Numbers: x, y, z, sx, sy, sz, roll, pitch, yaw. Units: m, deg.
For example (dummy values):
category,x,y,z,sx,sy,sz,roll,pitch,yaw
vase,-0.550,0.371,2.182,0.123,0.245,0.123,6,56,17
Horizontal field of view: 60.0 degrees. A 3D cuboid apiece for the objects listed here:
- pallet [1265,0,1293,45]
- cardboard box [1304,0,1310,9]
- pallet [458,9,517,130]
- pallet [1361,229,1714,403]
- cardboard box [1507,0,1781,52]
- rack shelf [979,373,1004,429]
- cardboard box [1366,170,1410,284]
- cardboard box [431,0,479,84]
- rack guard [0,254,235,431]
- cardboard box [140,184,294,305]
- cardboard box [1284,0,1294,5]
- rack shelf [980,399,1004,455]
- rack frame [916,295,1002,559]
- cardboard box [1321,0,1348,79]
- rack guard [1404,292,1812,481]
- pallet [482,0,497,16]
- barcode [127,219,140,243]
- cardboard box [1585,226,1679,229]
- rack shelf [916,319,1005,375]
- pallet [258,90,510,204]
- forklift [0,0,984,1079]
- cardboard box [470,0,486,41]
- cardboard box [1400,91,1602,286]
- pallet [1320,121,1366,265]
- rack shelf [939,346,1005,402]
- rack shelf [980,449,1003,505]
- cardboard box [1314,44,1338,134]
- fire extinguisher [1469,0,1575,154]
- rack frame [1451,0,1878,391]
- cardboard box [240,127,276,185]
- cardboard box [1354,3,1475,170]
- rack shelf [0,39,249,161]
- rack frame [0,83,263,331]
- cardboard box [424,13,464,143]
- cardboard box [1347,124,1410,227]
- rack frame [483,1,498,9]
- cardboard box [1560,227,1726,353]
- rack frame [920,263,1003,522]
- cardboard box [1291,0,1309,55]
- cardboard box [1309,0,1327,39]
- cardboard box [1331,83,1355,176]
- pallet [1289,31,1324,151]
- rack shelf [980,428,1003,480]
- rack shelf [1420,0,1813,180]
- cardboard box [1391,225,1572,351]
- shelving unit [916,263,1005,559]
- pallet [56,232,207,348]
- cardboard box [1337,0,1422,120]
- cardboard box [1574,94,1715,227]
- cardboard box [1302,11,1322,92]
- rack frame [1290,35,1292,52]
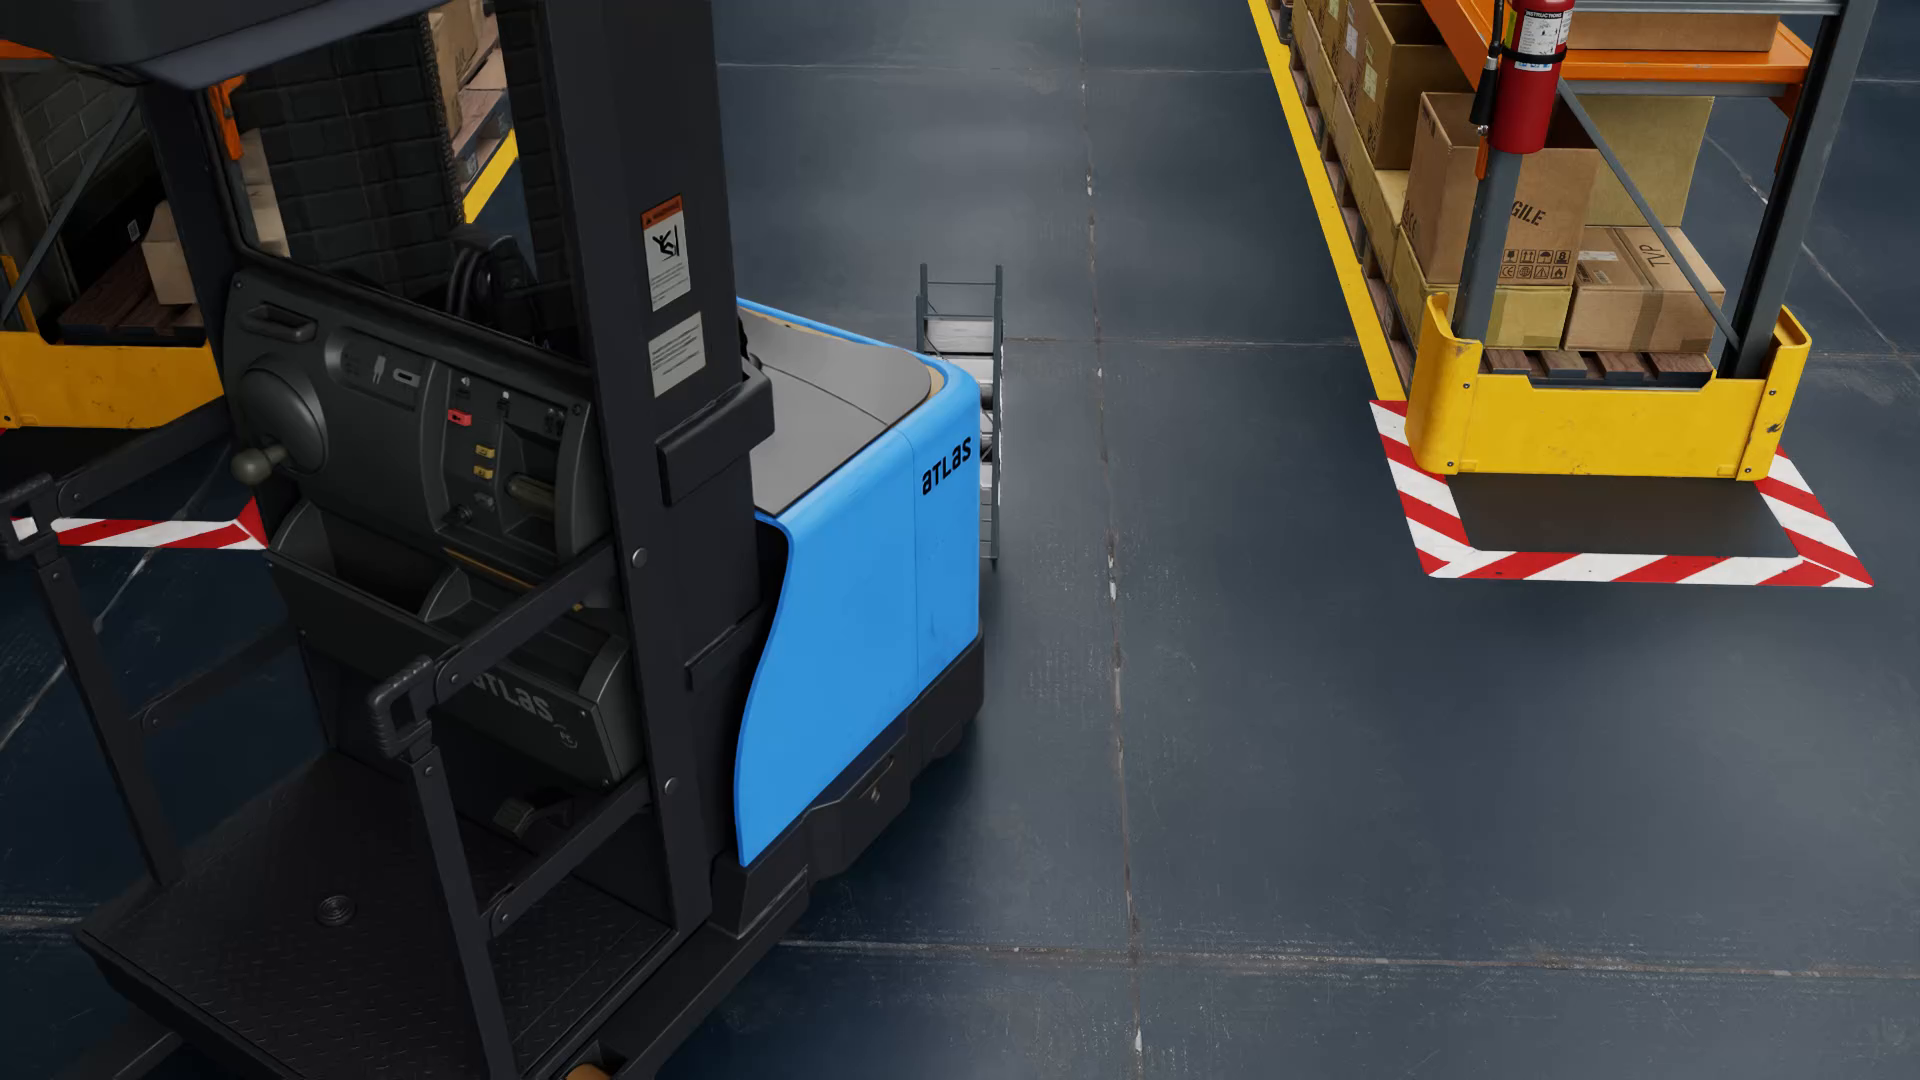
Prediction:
category,x,y,z,sx,sy,sz,roll,pitch,yaw
pallet,2.281,-3.131,9.522,1.003,0.211,1.213,1,35,2
cardboard box,1.959,-2.942,8.202,0.500,0.500,0.500,1,35,2
pallet,-2.651,-2.433,8.528,1.003,0.211,1.213,1,35,2
pallet,2.119,-0.849,6.275,1.003,0.211,1.213,1,35,2
cardboard box,2.161,-1.859,5.199,0.700,0.500,0.500,1,35,2
rack shelf,0.000,-0.419,4.965,0.258,0.077,0.200,1,35,2
cardboard box,1.864,-1.199,6.373,0.500,0.250,0.500,1,35,2
cardboard box,-2.661,-2.520,8.019,0.500,0.500,0.500,-1,35,-2
rack guard,-2.817,-0.683,5.787,1.175,0.500,0.348,1,35,2
cardboard box,-2.702,-1.137,6.215,0.500,0.311,0.500,-2,35,-3
cardboard box,2.017,-3.140,9.135,0.500,0.250,0.500,1,35,1
rack shelf,0.000,-0.346,5.017,0.258,0.077,0.200,1,35,2
rack frame,-0.004,-0.314,4.915,0.240,0.900,0.006,1,35,2
cardboard box,1.919,-2.368,7.384,0.500,0.500,0.500,1,35,2
rack guard,2.129,-0.513,5.545,1.175,0.500,0.348,1,35,2
pallet,-2.630,-3.267,9.714,1.003,0.211,1.213,1,35,2
barcode,-3.101,-1.161,6.241,0.001,0.075,0.075,1,35,2
cardboard box,2.390,-1.187,6.356,0.500,0.250,0.500,1,35,2
rack shelf,0.000,-0.566,4.862,0.258,0.077,0.200,1,35,2
pallet,-2.697,-1.730,7.528,1.003,0.211,1.213,1,35,2
forklift,-1.149,-0.156,2.923,1.130,2.935,3.031,20,40,26
cardboard box,-2.651,-2.673,8.526,0.380,0.166,0.250,-3,35,-4
cardboard box,1.854,-1.218,5.749,0.500,0.500,0.500,1,35,2
pallet,2.170,-1.548,7.269,1.003,0.211,1.213,1,35,2
rack shelf,0.000,-0.493,4.914,0.258,0.077,0.200,1,35,2
rack shelf,0.000,-0.198,5.121,0.258,0.077,0.200,1,35,2
cardboard box,1.918,-2.061,7.600,0.500,0.250,0.500,1,35,2
fire extinguisher,1.661,-1.461,4.787,0.296,0.674,0.183,1,35,2
rack frame,2.130,-1.550,4.846,1.000,3.000,0.127,1,35,2
cardboard box,-2.679,-1.465,6.681,0.500,0.311,0.500,4,35,6
cardboard box,1.879,-1.793,6.567,0.500,0.500,0.500,1,35,2
rack shelf,-2.740,-2.517,6.848,1.077,0.370,4.000,1,35,2
rack frame,-2.820,-1.662,5.006,1.000,3.000,0.127,1,35,2
cardboard box,-2.600,-1.963,7.225,0.700,0.500,0.500,-1,35,-1
cardboard box,1.882,-1.486,6.782,0.500,0.250,0.500,1,35,2
rack frame,-2.659,-3.960,8.276,1.000,3.000,0.127,1,35,2
cardboard box,2.374,-0.899,5.947,0.500,0.250,0.500,1,35,2
rack frame,0.004,-0.431,5.081,0.240,0.900,0.006,1,35,2
cardboard box,1.969,-2.635,8.417,0.500,0.250,0.500,1,35,2
cardboard box,1.947,-2.655,7.793,0.500,0.500,0.500,1,35,2
cardboard box,1.904,-1.774,7.191,0.500,0.250,0.500,1,35,2
pallet,2.217,-2.251,8.269,1.003,0.211,1.213,1,35,2
rack shelf,0.000,-0.272,5.069,0.258,0.077,0.200,1,35,2
rack shelf,2.210,-2.404,6.688,1.077,0.370,4.000,1,35,2
cardboard box,1.856,-0.911,5.964,0.500,0.250,0.500,1,35,2
shelving unit,0.000,-0.373,4.998,0.258,0.900,0.210,1,35,2
pallet,-2.749,-1.031,6.533,1.003,0.211,1.213,1,35,2
cardboard box,1.901,-2.080,6.975,0.500,0.500,0.500,1,35,2
cardboard box,2.392,-1.494,6.140,0.500,0.500,0.500,1,35,2
cardboard box,1.944,-2.348,8.008,0.500,0.250,0.500,1,35,2
rack frame,2.290,-3.848,8.116,1.000,3.000,0.127,1,35,2
